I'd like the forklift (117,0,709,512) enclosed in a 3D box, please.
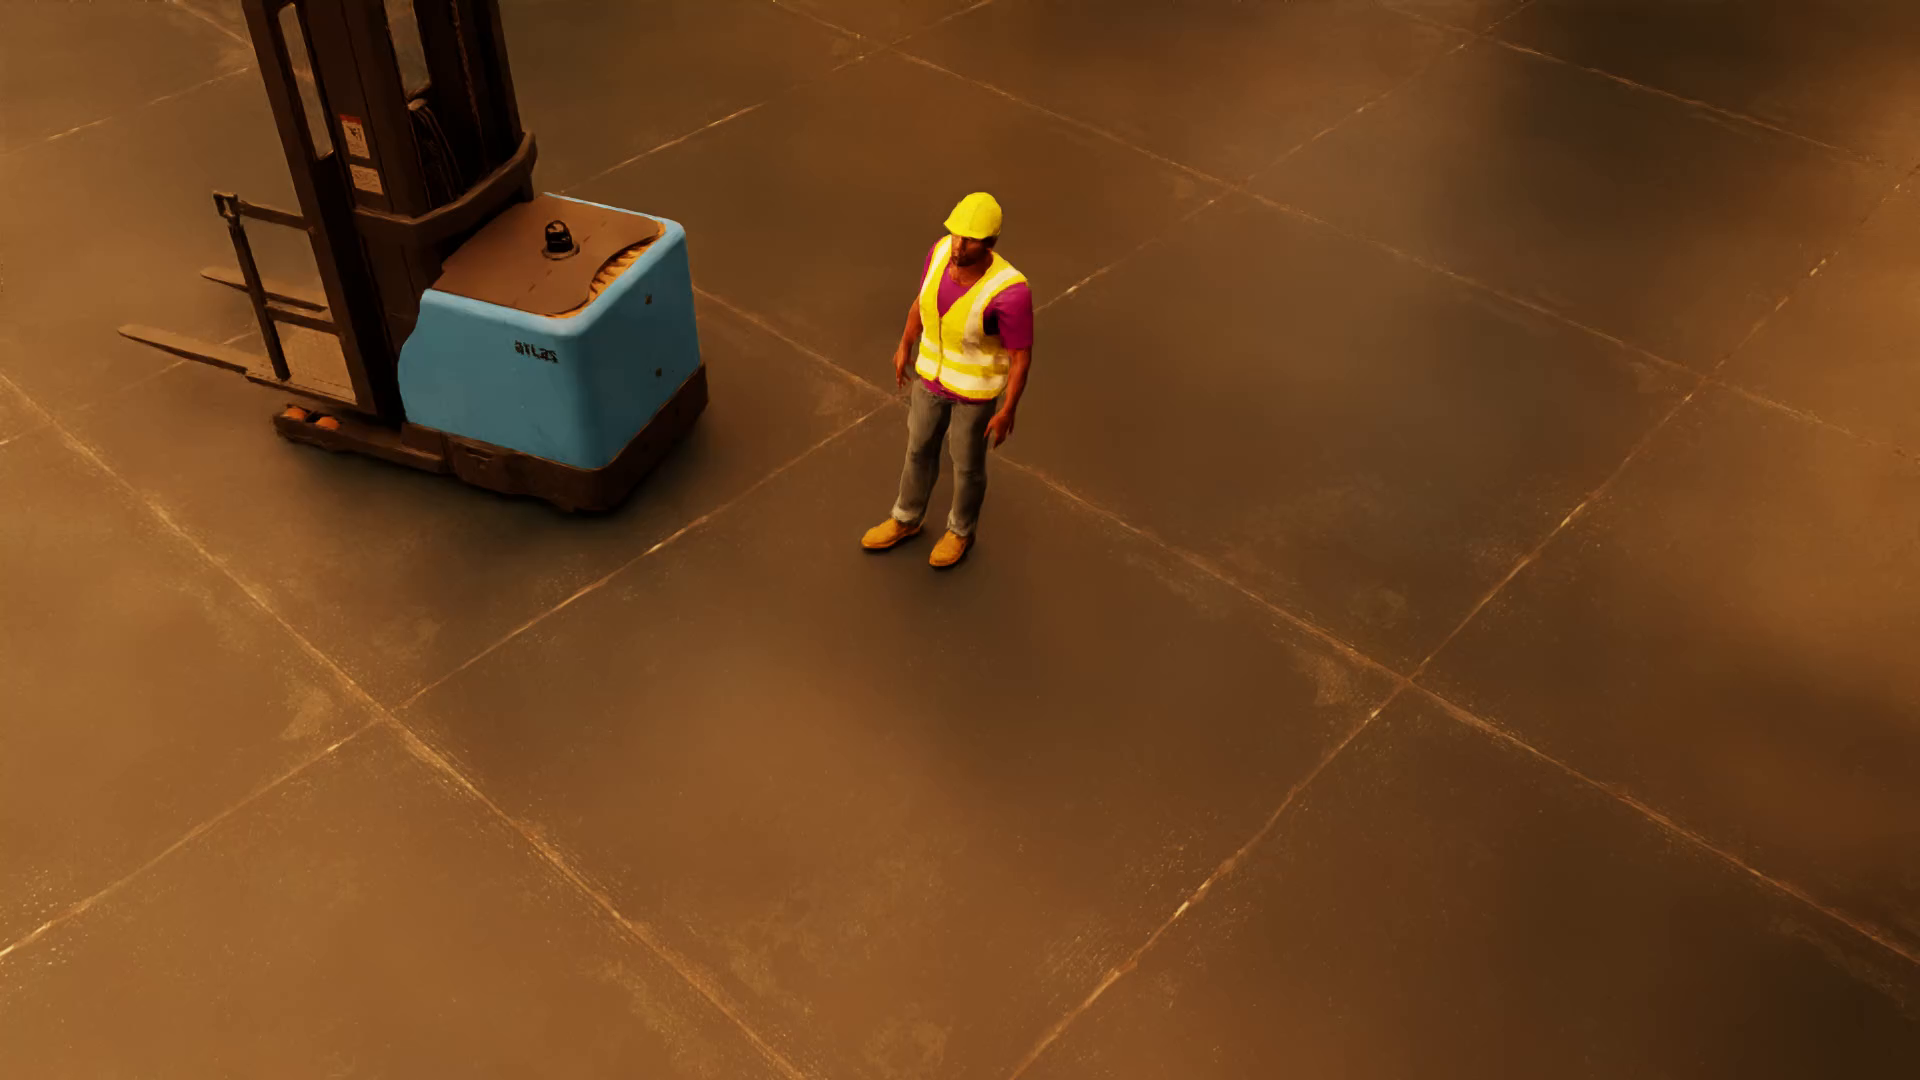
[{"bbox_3d":[-2.836,-1.858,7.593,3.031,2.935,1.130,15,43,17],"label":"forklift"}]

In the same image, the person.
[{"bbox_3d":[-0.051,-0.645,7.063,0.665,1.766,0.576,31,49,31],"label":"person"}]
